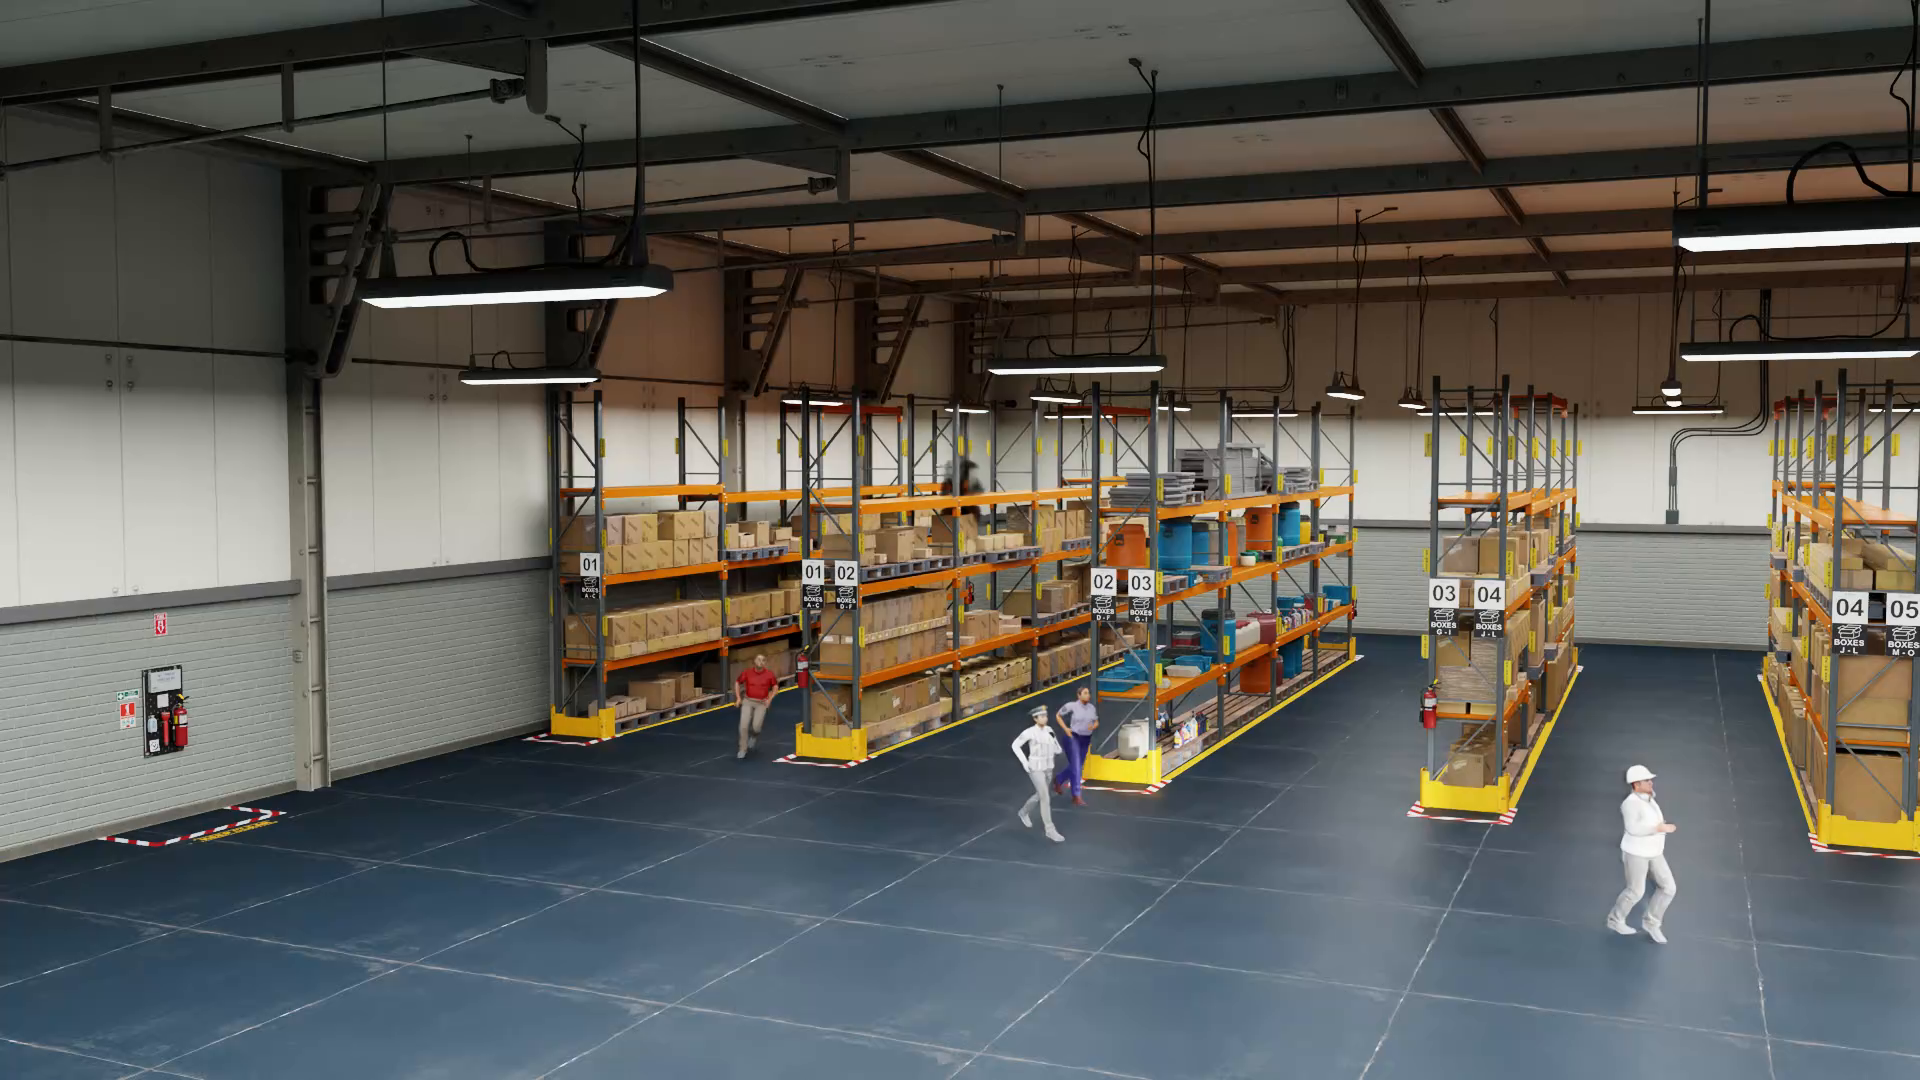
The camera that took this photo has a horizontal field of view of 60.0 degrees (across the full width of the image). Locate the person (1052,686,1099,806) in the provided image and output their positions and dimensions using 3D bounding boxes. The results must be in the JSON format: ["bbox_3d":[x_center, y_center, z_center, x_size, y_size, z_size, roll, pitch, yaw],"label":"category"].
[{"bbox_3d":[1.689,2.905,23.715,0.616,1.642,0.864,-2,4,-34],"label":"person"}]

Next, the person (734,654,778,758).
[{"bbox_3d":[-3.330,2.686,27.162,0.703,1.675,0.581,0,3,-3],"label":"person"}]

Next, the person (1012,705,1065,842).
[{"bbox_3d":[1.031,2.952,21.343,0.608,1.684,0.938,-3,4,-42],"label":"person"}]

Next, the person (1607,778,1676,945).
[{"bbox_3d":[6.929,3.216,16.835,0.637,1.763,0.711,-3,4,-40],"label":"person"}]

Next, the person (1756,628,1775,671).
[{"bbox_3d":[18.229,2.147,36.909,0.962,1.633,0.684,2,4,26],"label":"person"}]
